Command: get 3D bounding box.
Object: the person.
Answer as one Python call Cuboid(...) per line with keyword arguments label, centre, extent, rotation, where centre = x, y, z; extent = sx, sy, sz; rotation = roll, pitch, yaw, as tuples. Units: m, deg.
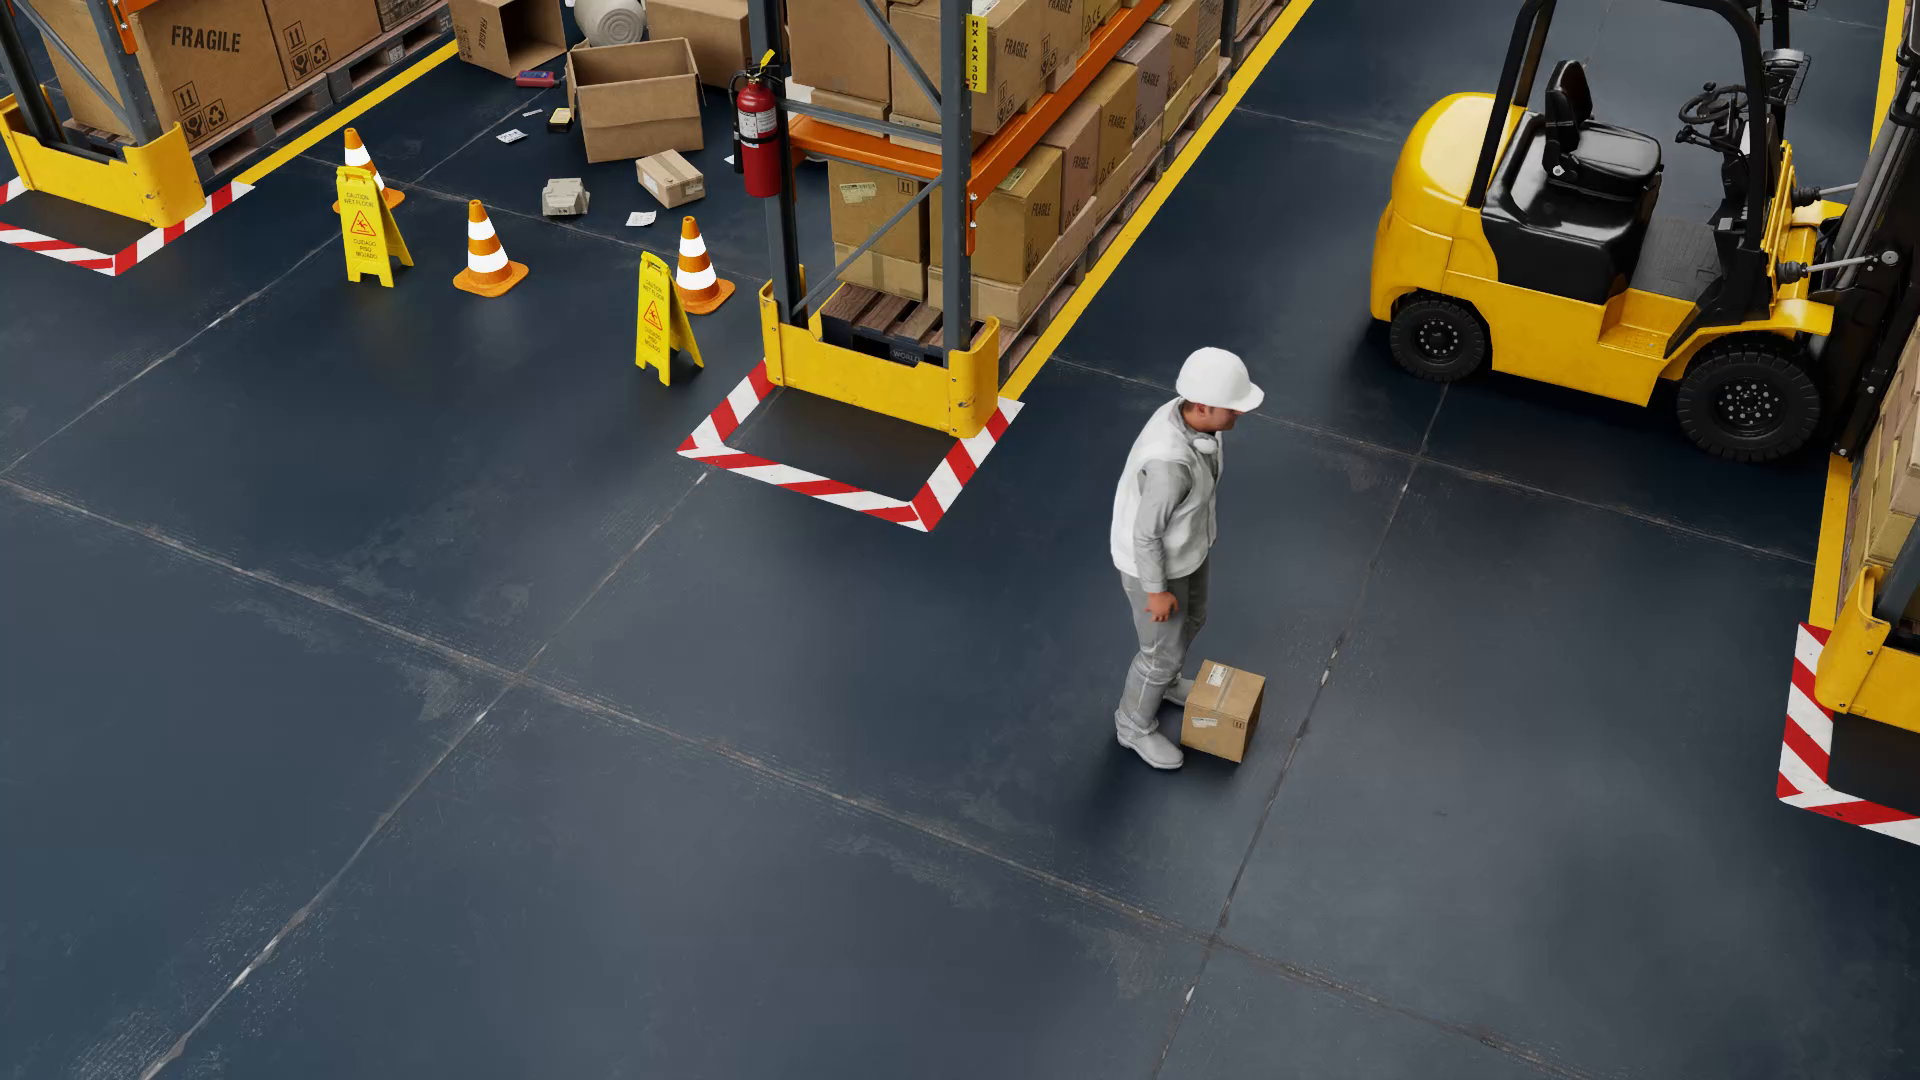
Cuboid(label="person", centre=(0.788, 0.038, 6.097), extent=(0.463, 1.770, 0.578), rotation=(17, 44, 18))
